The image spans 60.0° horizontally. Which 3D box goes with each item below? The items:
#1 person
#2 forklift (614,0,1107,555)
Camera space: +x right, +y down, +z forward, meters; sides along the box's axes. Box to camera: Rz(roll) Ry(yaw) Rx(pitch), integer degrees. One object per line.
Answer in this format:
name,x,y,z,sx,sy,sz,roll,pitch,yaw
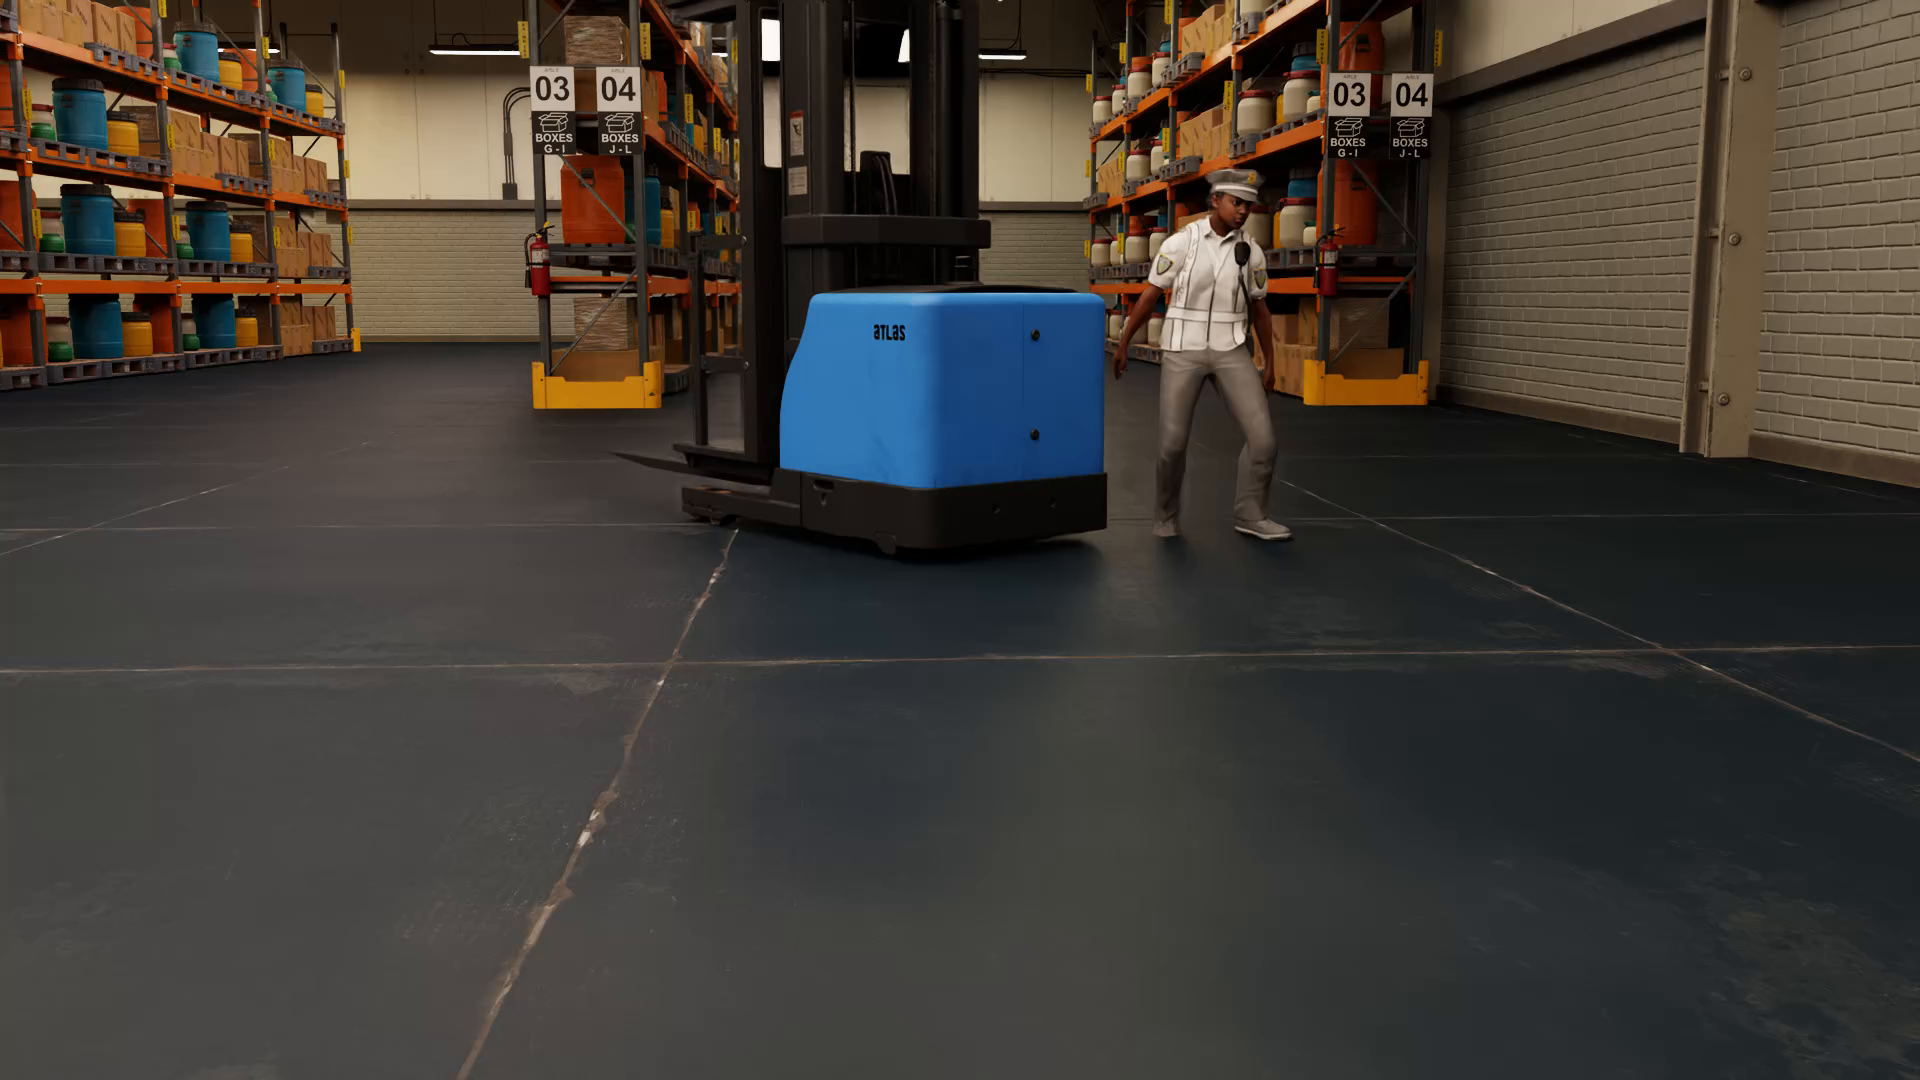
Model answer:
person,1.069,-0.785,7.340,0.792,1.646,0.454,0,8,3
forklift,-0.673,-1.558,7.825,1.130,2.935,3.031,-7,11,-38
